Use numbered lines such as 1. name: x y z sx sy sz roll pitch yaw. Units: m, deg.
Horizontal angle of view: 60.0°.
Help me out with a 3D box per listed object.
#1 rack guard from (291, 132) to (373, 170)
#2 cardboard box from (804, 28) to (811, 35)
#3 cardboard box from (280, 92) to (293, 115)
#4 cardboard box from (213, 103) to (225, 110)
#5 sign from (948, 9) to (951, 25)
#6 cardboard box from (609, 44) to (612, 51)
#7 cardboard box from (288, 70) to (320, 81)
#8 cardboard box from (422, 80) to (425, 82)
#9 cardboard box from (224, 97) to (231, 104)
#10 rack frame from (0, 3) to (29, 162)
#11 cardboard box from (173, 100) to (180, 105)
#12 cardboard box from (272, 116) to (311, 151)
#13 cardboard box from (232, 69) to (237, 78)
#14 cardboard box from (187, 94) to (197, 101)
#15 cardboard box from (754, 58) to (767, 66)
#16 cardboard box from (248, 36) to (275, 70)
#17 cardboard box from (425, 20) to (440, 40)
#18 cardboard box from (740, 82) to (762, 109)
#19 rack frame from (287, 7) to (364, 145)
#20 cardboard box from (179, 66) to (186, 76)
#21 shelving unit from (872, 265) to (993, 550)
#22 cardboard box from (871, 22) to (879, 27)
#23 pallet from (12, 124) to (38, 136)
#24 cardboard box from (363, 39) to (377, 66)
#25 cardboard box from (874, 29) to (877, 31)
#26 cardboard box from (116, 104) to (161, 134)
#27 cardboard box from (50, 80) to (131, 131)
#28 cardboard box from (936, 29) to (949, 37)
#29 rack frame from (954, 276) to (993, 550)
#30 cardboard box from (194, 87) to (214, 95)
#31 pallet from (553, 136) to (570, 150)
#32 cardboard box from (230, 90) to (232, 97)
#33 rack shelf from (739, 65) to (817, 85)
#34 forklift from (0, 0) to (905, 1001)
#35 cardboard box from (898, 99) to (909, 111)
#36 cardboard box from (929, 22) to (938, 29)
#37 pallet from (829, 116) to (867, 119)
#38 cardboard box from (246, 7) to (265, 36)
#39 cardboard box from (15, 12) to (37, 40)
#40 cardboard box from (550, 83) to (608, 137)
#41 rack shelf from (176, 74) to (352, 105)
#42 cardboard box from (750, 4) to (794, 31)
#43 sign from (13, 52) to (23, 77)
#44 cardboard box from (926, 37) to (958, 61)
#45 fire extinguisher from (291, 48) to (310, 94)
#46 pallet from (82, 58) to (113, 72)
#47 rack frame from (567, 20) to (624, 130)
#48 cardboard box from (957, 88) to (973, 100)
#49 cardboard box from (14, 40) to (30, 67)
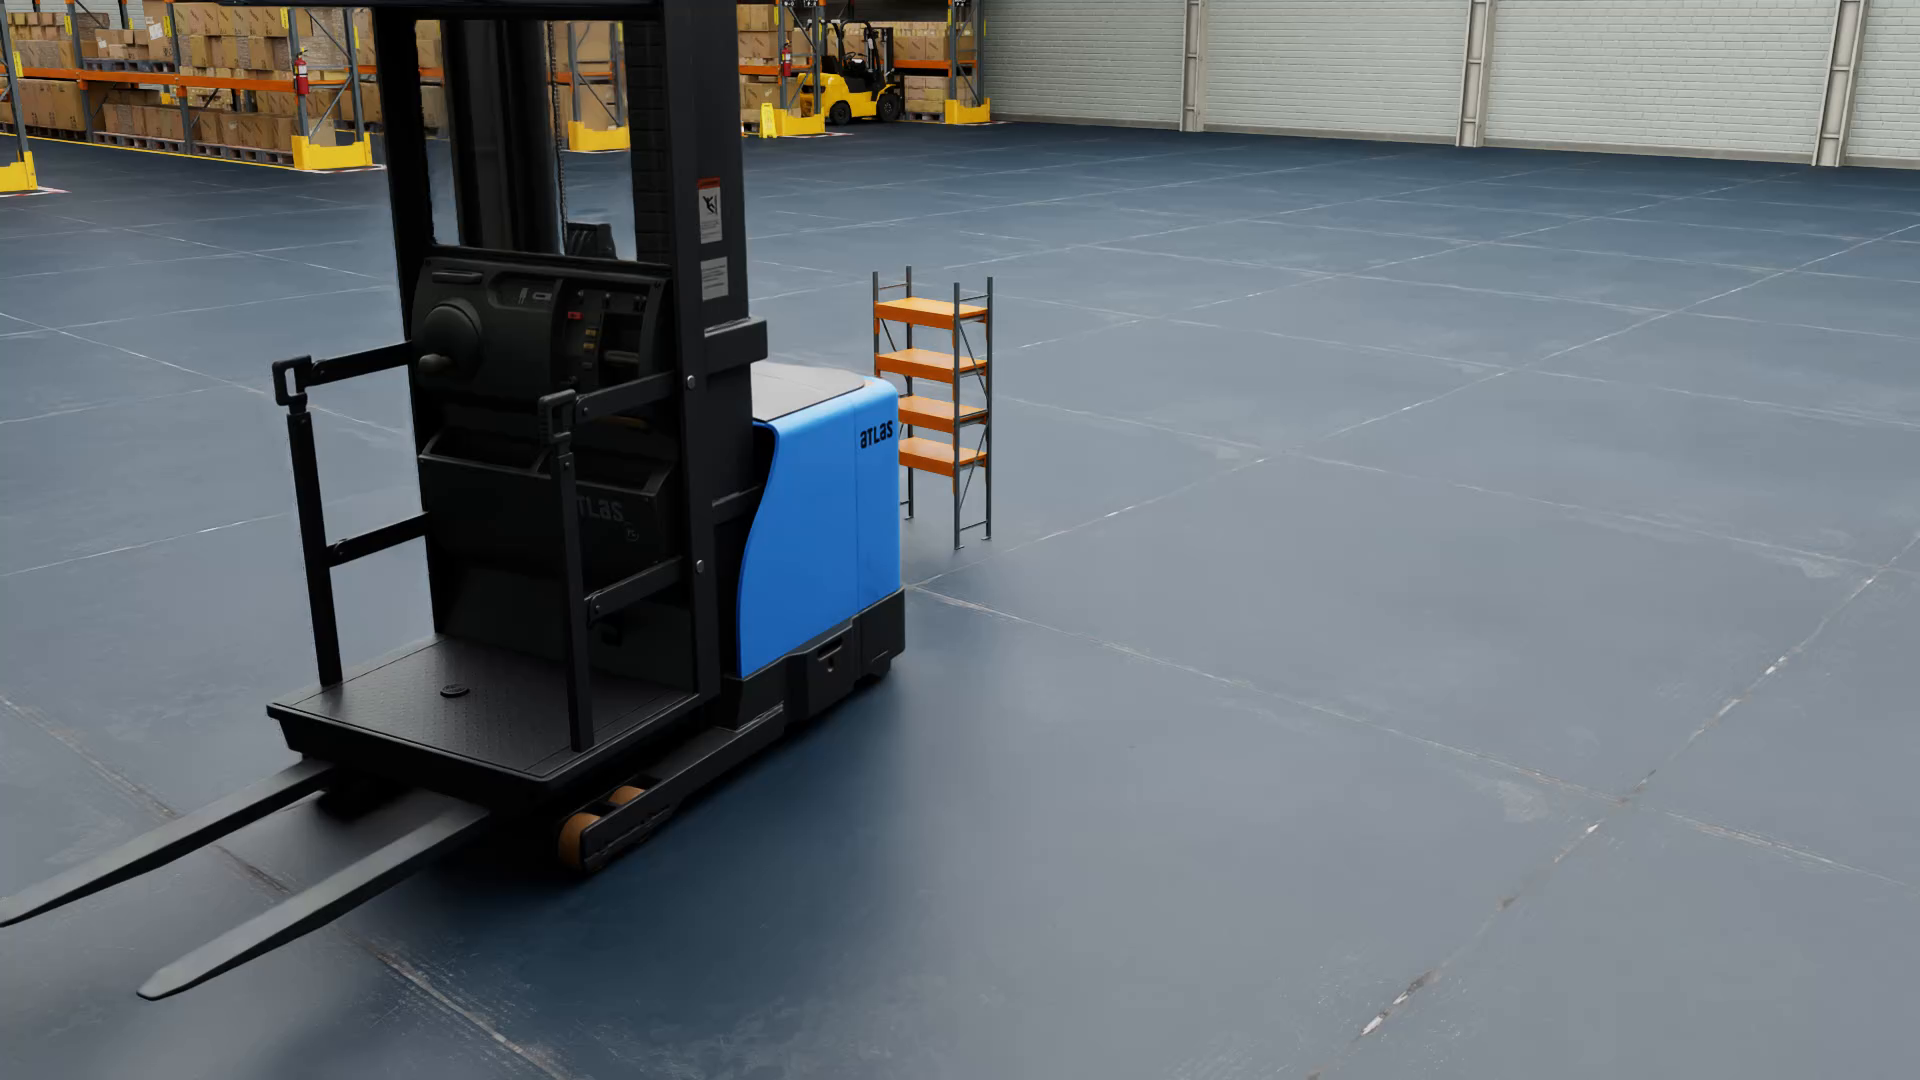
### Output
1. rack guard: -9.778 -6.067 25.903 0.348 0.500 1.175 15 23 39
2. cardboard box: -3.451 -11.835 38.708 0.250 0.149 0.380 15 23 38
3. cardboard box: -14.154 -9.347 35.543 0.500 0.500 0.500 16 23 40
4. cardboard box: -16.622 -9.805 37.568 0.250 0.149 0.380 15 23 39
5. sign: -0.222 -11.154 35.493 0.005 0.325 0.100 15 23 39
6. cardboard box: -7.298 -10.561 35.651 0.250 0.149 0.380 15 23 40
7. cardboard box: -10.071 -7.134 25.548 0.250 0.149 0.380 15 23 39
8. cardboard box: -13.860 -11.385 42.069 0.875 0.438 0.875 16 24 41
9. cardboard box: -16.198 -9.830 37.155 0.250 0.149 0.380 14 22 37
10. rack frame: -13.009 -6.123 21.945 0.127 3.000 1.000 15 23 39
11. cardboard box: -18.141 -10.221 38.879 0.250 0.149 0.380 16 23 40
12. cardboard box: -10.647 -6.493 26.552 0.500 0.500 0.500 -11 21 -31
13. cardboard box: -11.404 -7.477 26.629 0.250 0.149 0.380 15 23 39
14. cardboard box: -17.570 -10.205 38.334 0.250 0.149 0.380 16 24 41
15. cardboard box: -3.828 -9.418 32.745 0.250 0.149 0.380 15 23 39
16. cardboard box: -10.568 -7.623 26.015 0.500 0.500 0.875 15 23 39
17. cardboard box: -9.720 -9.771 31.623 0.500 0.500 0.700 15 23 38
18. cardboard box: -4.308 -8.938 33.429 0.500 0.500 0.500 16 24 41
19. rack frame: -9.721 -7.243 25.476 0.127 3.000 1.000 15 23 39
20. cardboard box: -12.752 -7.815 27.695 0.250 0.149 0.380 15 23 39
21. shelving unit: -0.124 -0.605 7.535 0.503 1.200 0.258 15 23 39
22. cardboard box: -1.786 -11.539 37.283 0.250 0.149 0.380 15 23 39
23. pallet: -18.069 -8.186 33.056 1.213 0.211 1.003 15 23 39
24. cardboard box: -11.421 -9.645 32.879 0.500 0.500 0.500 15 23 39
25. cardboard box: -1.841 -11.382 37.280 0.250 0.149 0.380 14 22 38
26. cardboard box: -14.767 -7.629 30.098 0.500 0.500 0.700 13 22 35
27. cardboard box: -16.207 -8.180 31.247 0.875 0.875 1.225 14 22 37
28. cardboard box: -0.297 -10.972 35.989 0.250 0.149 0.380 15 23 40
29. rack frame: 0.059 -0.556 7.381 0.015 1.200 0.240 15 23 39
30. cardboard box: -17.323 -10.304 38.156 0.250 0.149 0.380 16 24 41
31. pallet: -7.003 -7.159 29.820 1.213 0.211 1.003 15 23 39
32. cardboard box: -15.985 -9.934 36.991 0.250 0.149 0.380 15 23 40
33. rack shelf: -4.639 -9.544 33.915 4.000 0.370 1.077 15 23 39
34. forklift: -1.350 -0.619 4.716 1.130 2.935 3.031 9 20 27
35. cardboard box: -1.146 -9.726 37.151 0.500 0.250 0.500 15 23 40
36. cardboard box: -0.464 -11.175 36.134 0.250 0.149 0.380 15 23 39
37. pallet: -2.276 -9.914 38.502 1.213 0.211 1.003 15 23 39
38. cardboard box: -10.674 -8.063 25.749 0.500 0.500 0.500 15 23 39
39. cardboard box: -17.708 -9.912 32.061 0.637 0.503 0.797 15 23 40
40. cardboard box: -6.904 -7.654 29.588 0.875 0.875 0.875 15 23 40
41. rack shelf: -11.217 -7.302 26.851 4.000 0.370 1.077 15 23 39
42. cardboard box: -3.670 -10.205 32.497 0.500 0.500 0.700 14 23 38
43. sign: -12.640 -6.378 22.293 0.005 0.325 0.100 15 23 39
44. cardboard box: -0.394 -10.696 36.191 0.500 0.500 0.500 14 23 38
45. fire extinguisher: -9.942 -7.079 25.087 0.183 0.674 0.296 15 23 39
46. pallet: -15.101 -8.639 30.192 1.003 0.211 1.213 15 23 39
47. rack frame: -6.353 -8.345 28.948 0.127 3.000 1.000 15 23 39
48. cardboard box: -0.065 -9.878 36.804 0.500 0.250 0.500 16 23 40
49. cardboard box: -17.768 -9.350 31.950 0.500 0.500 0.500 14 23 38
